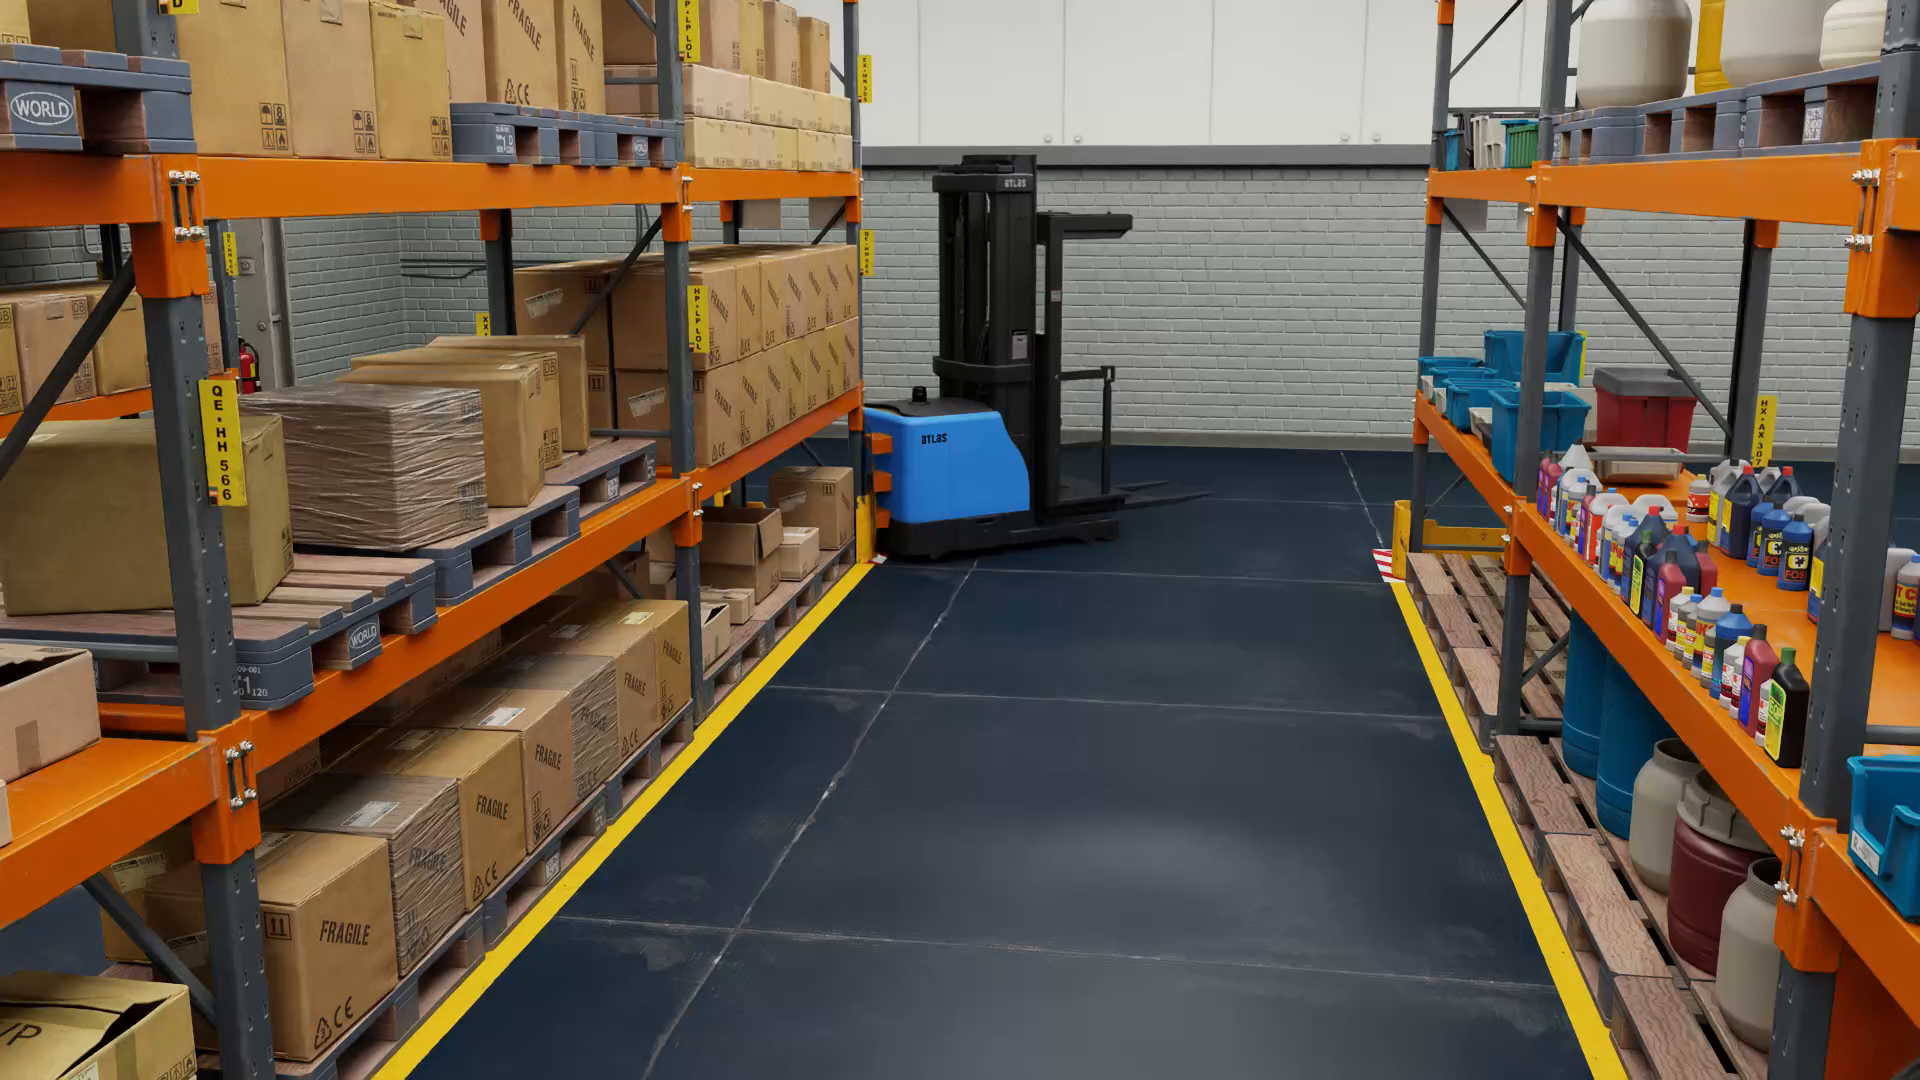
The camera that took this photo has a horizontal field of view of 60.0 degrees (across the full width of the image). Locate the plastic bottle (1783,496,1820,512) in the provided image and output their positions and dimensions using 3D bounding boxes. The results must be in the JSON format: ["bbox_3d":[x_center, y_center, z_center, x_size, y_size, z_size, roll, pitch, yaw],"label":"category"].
[{"bbox_3d":[3.189,-0.037,6.338,0.152,0.276,0.135,2,12,9],"label":"plastic bottle"}]

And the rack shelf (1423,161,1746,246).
[{"bbox_3d":[3.372,-1.902,9.286,1.077,0.370,4.000,2,12,9],"label":"rack shelf"}]

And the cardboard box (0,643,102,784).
[{"bbox_3d":[-2.544,0.418,4.143,0.500,0.311,0.500,3,12,12],"label":"cardboard box"}]

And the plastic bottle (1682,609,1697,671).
[{"bbox_3d":[2.236,0.288,5.008,0.097,0.201,0.097,0,12,0],"label":"plastic bottle"}]

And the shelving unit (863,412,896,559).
[{"bbox_3d":[-0.547,-0.400,12.295,0.252,1.050,0.215,-7,17,-17],"label":"shelving unit"}]

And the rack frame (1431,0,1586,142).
[{"bbox_3d":[3.679,-4.136,10.826,1.000,3.000,0.127,2,12,9],"label":"rack frame"}]

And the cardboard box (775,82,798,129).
[{"bbox_3d":[-1.269,-2.575,9.869,0.500,0.250,0.500,2,12,9],"label":"cardboard box"}]

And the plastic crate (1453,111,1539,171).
[{"bbox_3d":[3.173,-2.330,9.714,0.504,0.338,0.767,2,12,9],"label":"plastic crate"}]

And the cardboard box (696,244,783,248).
[{"bbox_3d":[-1.543,-1.819,11.701,0.500,0.500,0.500,2,12,10],"label":"cardboard box"}]

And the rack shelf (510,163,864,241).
[{"bbox_3d":[-1.522,-2.063,10.034,1.077,0.370,4.000,2,12,9],"label":"rack shelf"}]

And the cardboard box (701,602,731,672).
[{"bbox_3d":[-1.551,0.487,8.952,0.500,0.311,0.500,2,12,9],"label":"cardboard box"}]

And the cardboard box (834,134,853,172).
[{"bbox_3d":[-1.033,-2.642,11.370,0.500,0.250,0.500,2,12,9],"label":"cardboard box"}]

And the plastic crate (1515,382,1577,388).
[{"bbox_3d":[3.733,-0.928,10.664,0.396,0.136,0.243,2,12,9],"label":"plastic crate"}]

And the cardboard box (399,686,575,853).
[{"bbox_3d":[-1.860,0.900,6.587,0.500,0.500,0.500,1,12,7],"label":"cardboard box"}]

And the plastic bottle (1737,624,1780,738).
[{"bbox_3d":[2.125,0.373,4.420,0.061,0.283,0.133,2,12,9],"label":"plastic bottle"}]

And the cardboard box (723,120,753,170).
[{"bbox_3d":[-1.429,-2.122,8.957,0.500,0.250,0.500,2,12,9],"label":"cardboard box"}]

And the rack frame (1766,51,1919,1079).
[{"bbox_3d":[2.449,0.462,3.730,1.000,3.000,0.127,2,12,9],"label":"rack frame"}]

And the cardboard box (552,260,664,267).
[{"bbox_3d":[-1.932,-1.290,9.249,0.500,0.500,0.500,2,12,8],"label":"cardboard box"}]

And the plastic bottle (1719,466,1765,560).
[{"bbox_3d":[3.075,-0.111,6.505,0.144,0.351,0.185,2,12,9],"label":"plastic bottle"}]

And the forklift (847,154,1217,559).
[{"bbox_3d":[0.653,-1.499,12.993,3.031,2.935,1.130,-7,14,-30],"label":"forklift"}]

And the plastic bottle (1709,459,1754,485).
[{"bbox_3d":[3.323,-0.218,7.178,0.152,0.276,0.135,2,12,9],"label":"plastic bottle"}]

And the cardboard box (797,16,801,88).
[{"bbox_3d":[-1.438,-3.160,10.805,0.700,0.500,0.500,2,12,9],"label":"cardboard box"}]

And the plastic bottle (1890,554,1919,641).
[{"bbox_3d":[3.058,0.181,5.337,0.097,0.271,0.097,0,12,0],"label":"plastic bottle"}]

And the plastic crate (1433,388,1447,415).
[{"bbox_3d":[3.081,-0.858,10.338,0.250,0.136,0.298,2,12,9],"label":"plastic crate"}]

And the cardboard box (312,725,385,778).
[{"bbox_3d":[-2.453,0.997,6.134,0.500,0.500,0.500,1,12,7],"label":"cardboard box"}]

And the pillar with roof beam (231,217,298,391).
[{"bbox_3d":[-2.295,-4.908,14.406,9.100,9.000,0.400,2,12,9],"label":"pillar with roof beam"}]

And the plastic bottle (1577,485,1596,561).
[{"bbox_3d":[2.450,-0.066,6.458,0.061,0.283,0.133,2,12,9],"label":"plastic bottle"}]

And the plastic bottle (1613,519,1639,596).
[{"bbox_3d":[2.379,0.061,5.897,0.097,0.271,0.097,0,12,0],"label":"plastic bottle"}]

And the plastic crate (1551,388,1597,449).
[{"bbox_3d":[3.481,-0.654,9.047,0.437,0.282,0.530,2,12,9],"label":"plastic crate"}]

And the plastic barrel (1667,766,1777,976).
[{"bbox_3d":[2.681,1.098,5.506,0.600,0.588,0.708,2,12,9],"label":"plastic barrel"}]

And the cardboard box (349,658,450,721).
[{"bbox_3d":[-2.375,0.514,6.599,0.500,0.250,0.500,2,12,8],"label":"cardboard box"}]

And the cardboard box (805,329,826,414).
[{"bbox_3d":[-1.173,-1.100,10.739,0.500,0.500,0.500,2,12,9],"label":"cardboard box"}]

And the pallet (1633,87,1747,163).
[{"bbox_3d":[2.869,-1.342,5.430,1.003,0.211,1.213,2,12,9],"label":"pallet"}]

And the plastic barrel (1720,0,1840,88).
[{"bbox_3d":[2.573,-1.650,5.091,0.433,0.535,0.433,0,12,0],"label":"plastic barrel"}]

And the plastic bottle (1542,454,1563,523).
[{"bbox_3d":[2.566,-0.223,7.187,0.061,0.283,0.133,2,12,9],"label":"plastic bottle"}]

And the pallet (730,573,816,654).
[{"bbox_3d":[-1.538,0.434,10.481,1.003,0.211,1.213,2,12,9],"label":"pallet"}]

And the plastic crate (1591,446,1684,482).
[{"bbox_3d":[3.277,-0.363,8.043,0.396,0.136,0.243,2,12,9],"label":"plastic crate"}]

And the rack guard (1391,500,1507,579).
[{"bbox_3d":[3.670,0.013,11.746,1.175,0.500,0.348,2,12,9],"label":"rack guard"}]

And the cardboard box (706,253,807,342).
[{"bbox_3d":[-1.242,-1.481,10.133,0.500,0.500,0.500,2,12,10],"label":"cardboard box"}]

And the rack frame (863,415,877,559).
[{"bbox_3d":[-0.662,-0.385,12.259,0.008,1.050,0.200,-7,17,-17],"label":"rack frame"}]

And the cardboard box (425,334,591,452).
[{"bbox_3d":[-2.123,-0.695,7.864,0.700,0.500,0.500,-2,12,-10],"label":"cardboard box"}]

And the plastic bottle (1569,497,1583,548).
[{"bbox_3d":[2.500,-0.070,6.670,0.097,0.201,0.097,0,12,0],"label":"plastic bottle"}]

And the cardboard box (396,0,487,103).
[{"bbox_3d":[-2.182,-1.921,6.197,0.600,0.600,0.600,1,12,6],"label":"cardboard box"}]

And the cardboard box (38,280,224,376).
[{"bbox_3d":[-6.178,-1.565,12.421,0.980,0.700,0.700,2,12,11],"label":"cardboard box"}]

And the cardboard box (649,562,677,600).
[{"bbox_3d":[-1.907,0.283,9.897,0.500,0.311,0.500,2,12,9],"label":"cardboard box"}]

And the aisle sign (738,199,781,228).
[{"bbox_3d":[-1.494,-2.659,12.042,0.394,0.787,0.004,2,12,9],"label":"aisle sign"}]

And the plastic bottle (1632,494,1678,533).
[{"bbox_3d":[2.624,-0.028,6.300,0.152,0.276,0.135,2,12,9],"label":"plastic bottle"}]

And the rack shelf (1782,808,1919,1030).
[{"bbox_3d":[2.141,1.230,1.874,1.077,0.370,4.000,2,12,9],"label":"rack shelf"}]

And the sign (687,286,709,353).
[{"bbox_3d":[-1.281,-1.081,8.140,0.100,0.325,0.005,2,12,9],"label":"sign"}]

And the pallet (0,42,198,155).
[{"bbox_3d":[-2.461,-0.929,3.514,1.213,0.211,1.003,2,12,11],"label":"pallet"}]

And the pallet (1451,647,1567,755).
[{"bbox_3d":[3.139,0.838,8.604,1.003,0.211,1.213,2,12,9],"label":"pallet"}]

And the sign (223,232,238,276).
[{"bbox_3d":[-5.576,-2.186,12.705,0.100,0.325,0.005,2,12,9],"label":"sign"}]
